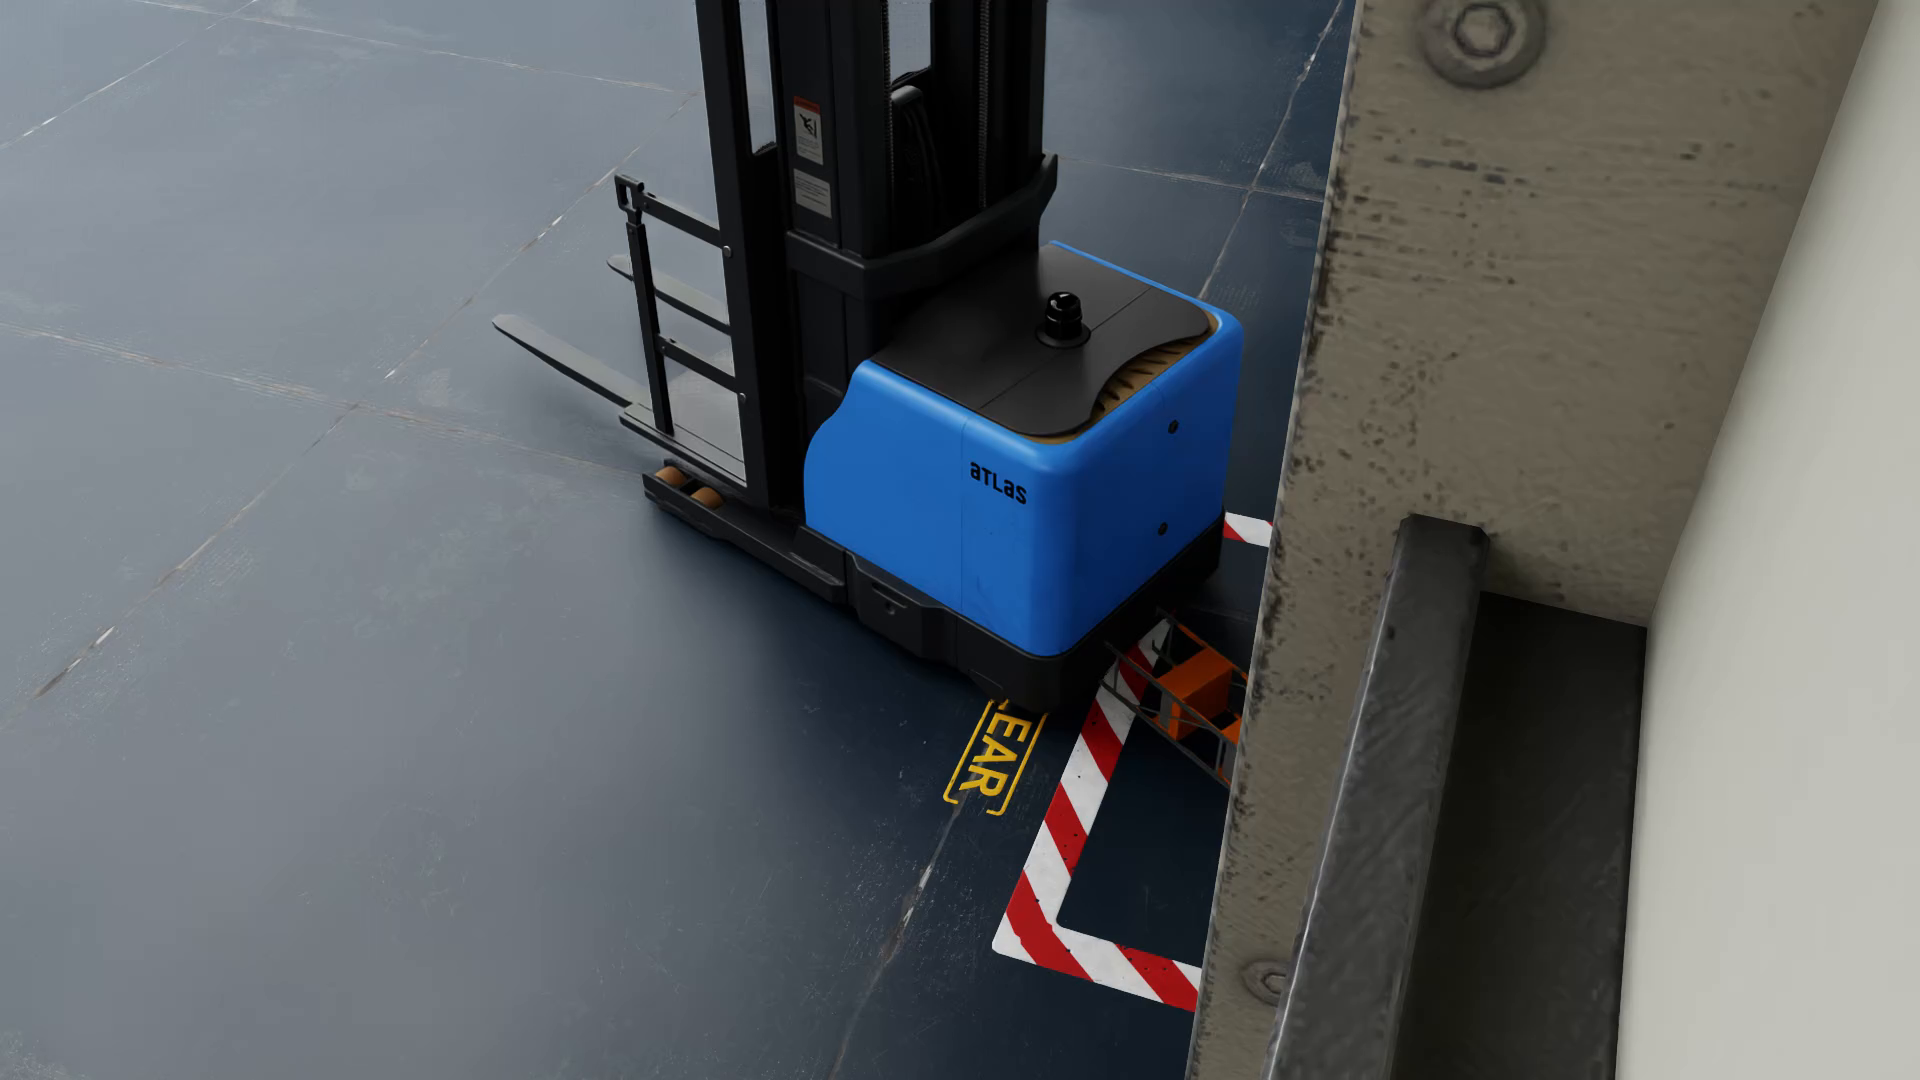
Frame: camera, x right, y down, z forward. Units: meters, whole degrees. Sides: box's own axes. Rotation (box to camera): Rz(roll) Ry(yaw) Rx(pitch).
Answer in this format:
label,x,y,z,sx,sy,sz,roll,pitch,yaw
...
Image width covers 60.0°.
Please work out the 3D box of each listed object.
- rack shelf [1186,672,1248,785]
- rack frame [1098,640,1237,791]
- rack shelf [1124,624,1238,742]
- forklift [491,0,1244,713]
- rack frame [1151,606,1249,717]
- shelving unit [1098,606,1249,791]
label,x,y,z,sx,sy,sz,roll,pitch,yaw
rack shelf,0.880,0.607,5.170,0.240,0.215,0.259,-28,49,-29
rack frame,0.793,0.664,5.105,0.008,0.200,1.050,-28,49,-29
rack shelf,0.703,0.464,5.329,0.240,0.215,0.259,-28,49,-29
forklift,-0.539,-1.373,5.412,3.031,2.935,1.130,29,48,29
rack frame,0.981,0.562,5.223,0.008,0.200,1.050,-28,49,-29
shelving unit,0.887,0.613,5.164,0.252,0.215,1.050,-28,49,-29
